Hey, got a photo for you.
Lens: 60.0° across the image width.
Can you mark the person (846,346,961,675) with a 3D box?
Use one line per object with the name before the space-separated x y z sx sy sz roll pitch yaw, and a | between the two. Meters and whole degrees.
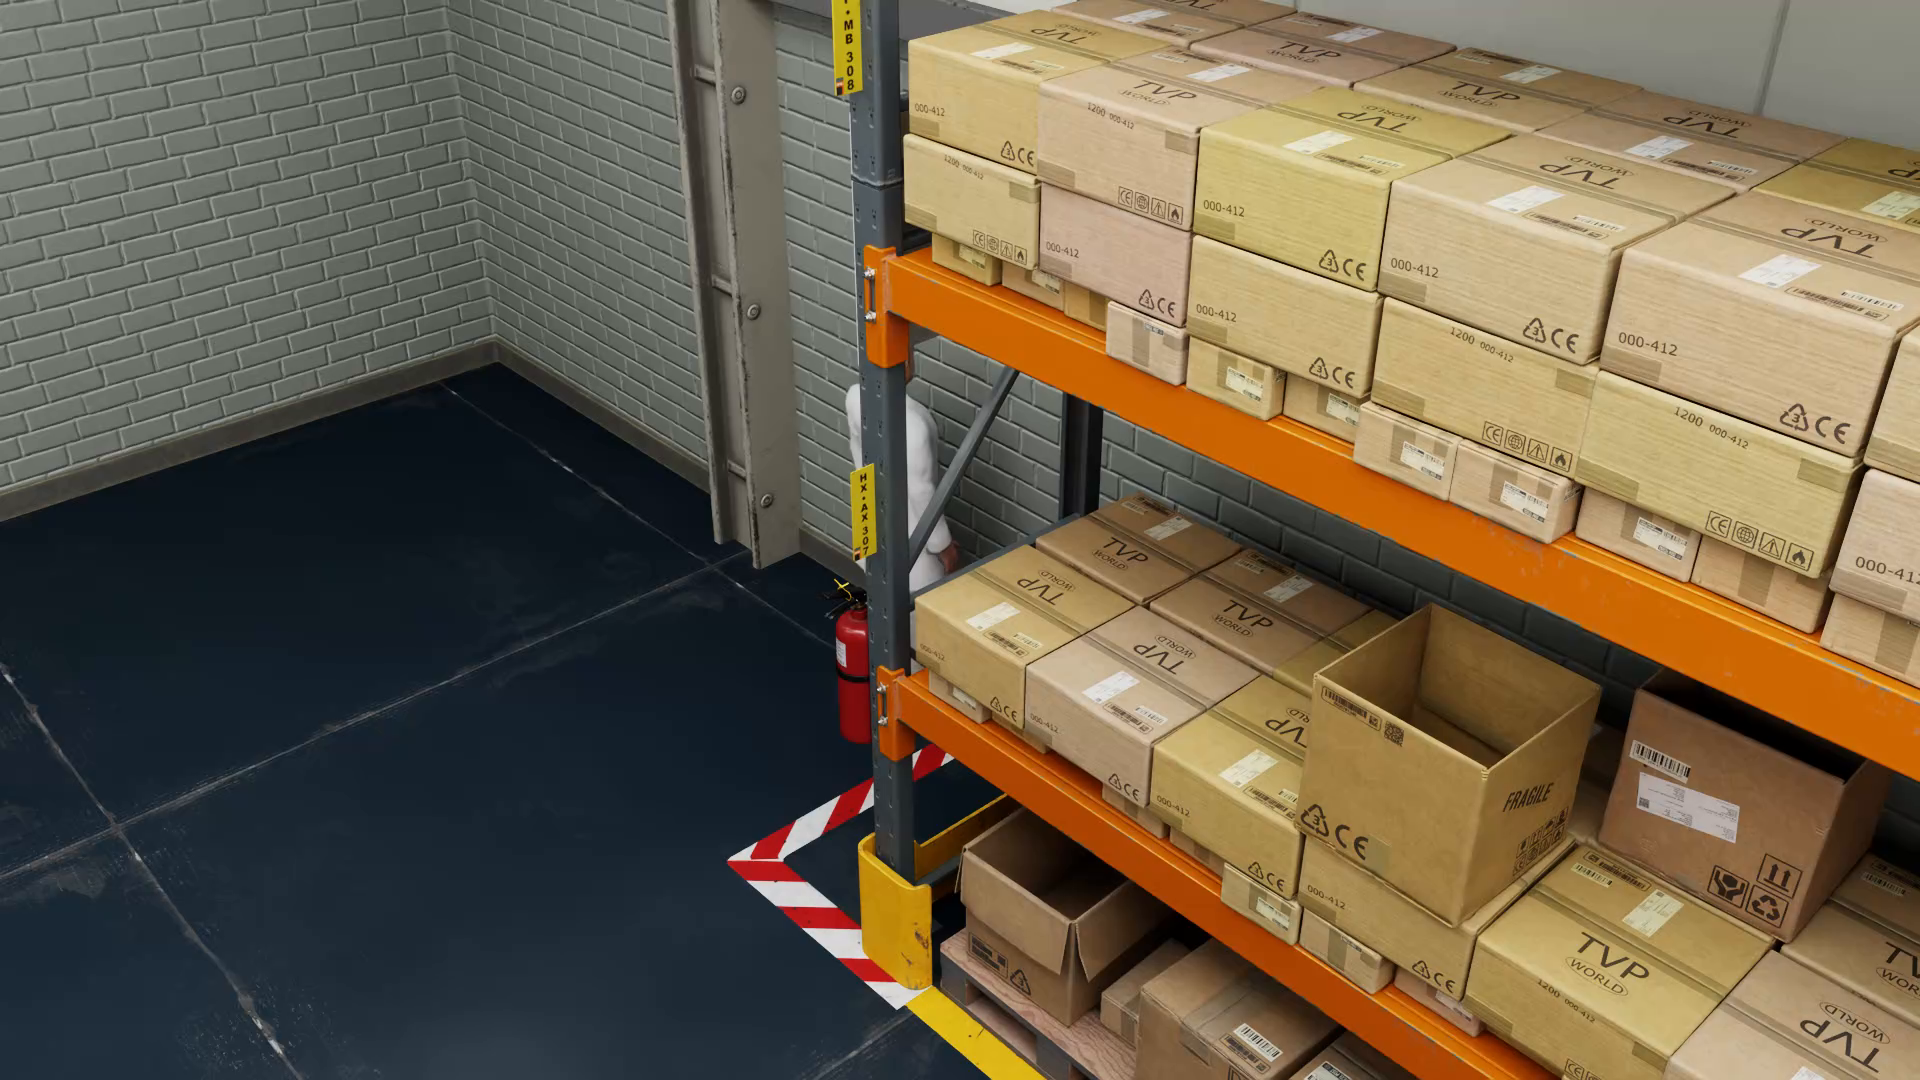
person | -0.246 -0.065 7.226 0.423 1.786 0.635 -17 35 -26
